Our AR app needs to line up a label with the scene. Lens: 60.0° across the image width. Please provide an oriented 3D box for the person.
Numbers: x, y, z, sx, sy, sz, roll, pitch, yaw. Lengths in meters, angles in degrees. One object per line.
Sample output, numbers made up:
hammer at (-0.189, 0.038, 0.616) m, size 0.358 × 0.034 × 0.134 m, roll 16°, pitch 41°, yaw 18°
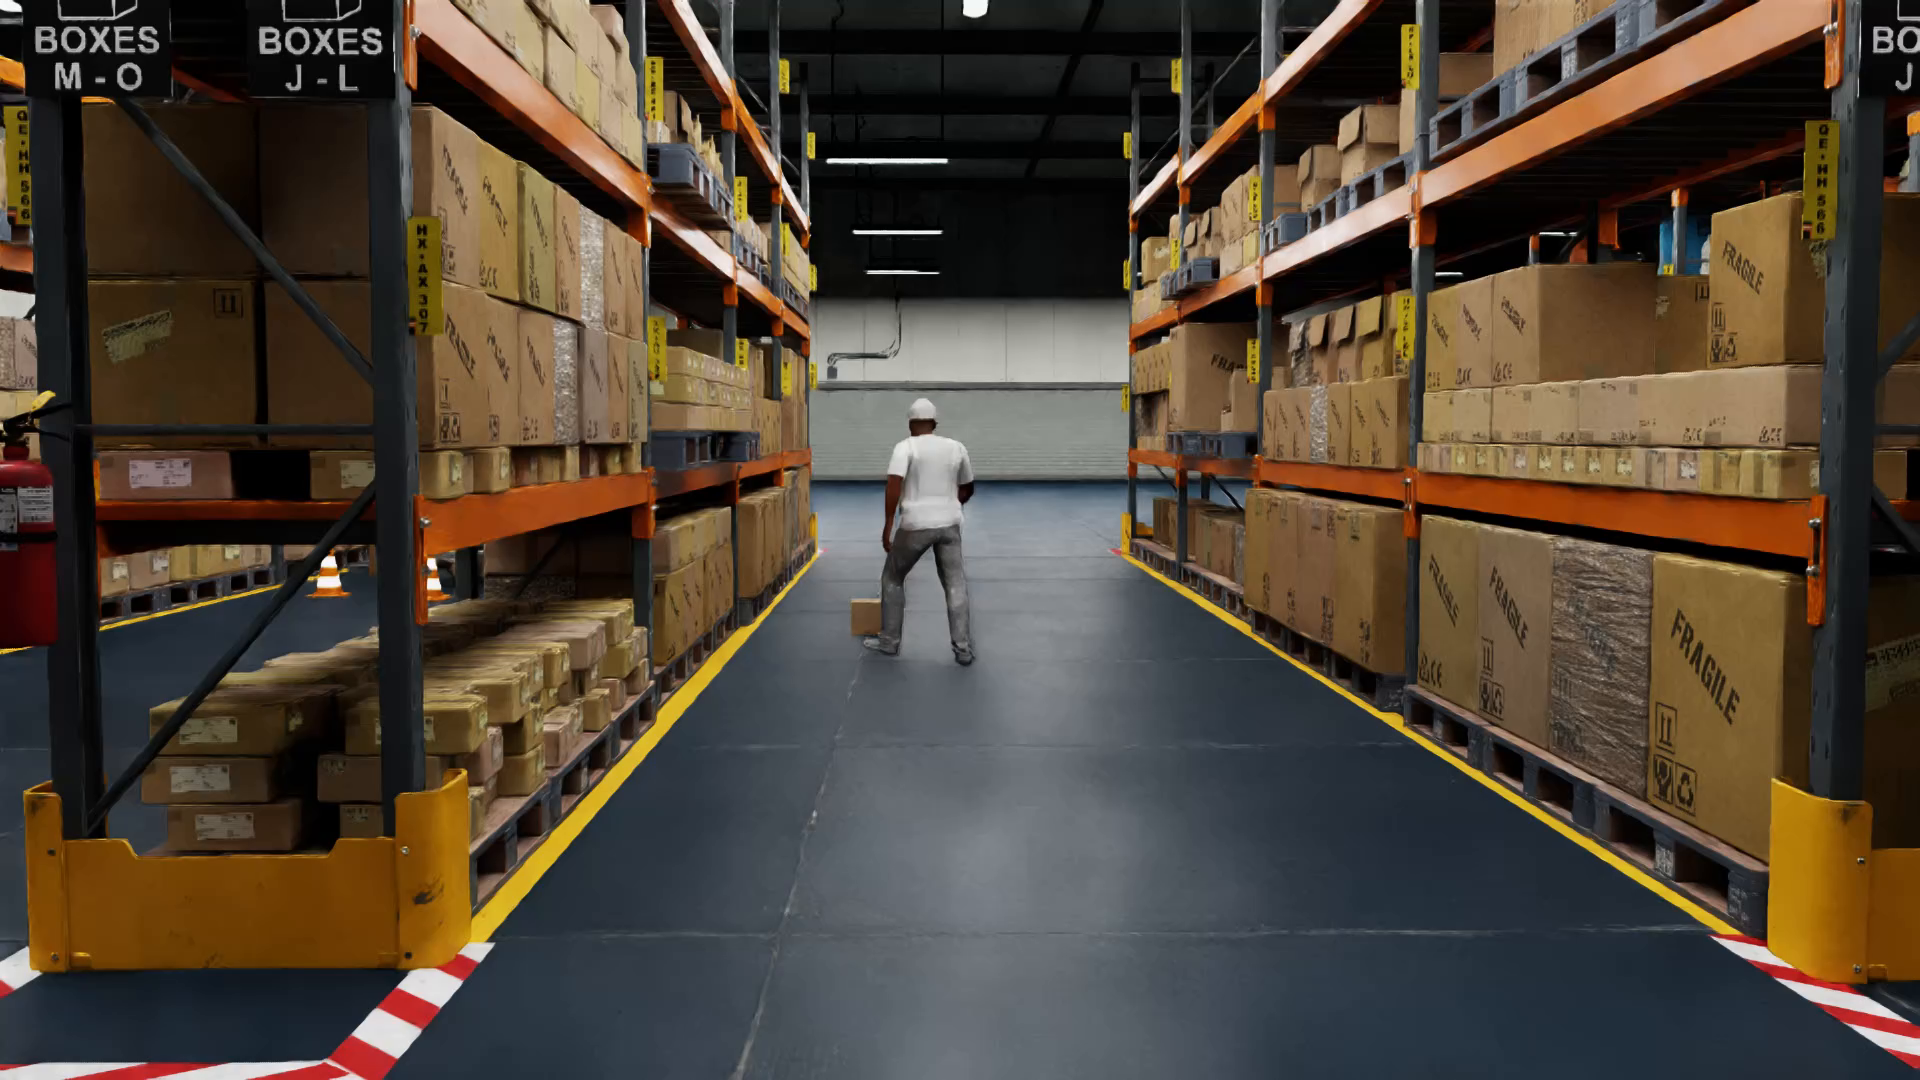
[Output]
person at (-0.214, -0.079, 10.980) m, size 0.701 × 1.705 × 0.789 m, roll -1°, pitch 4°, yaw -19°
